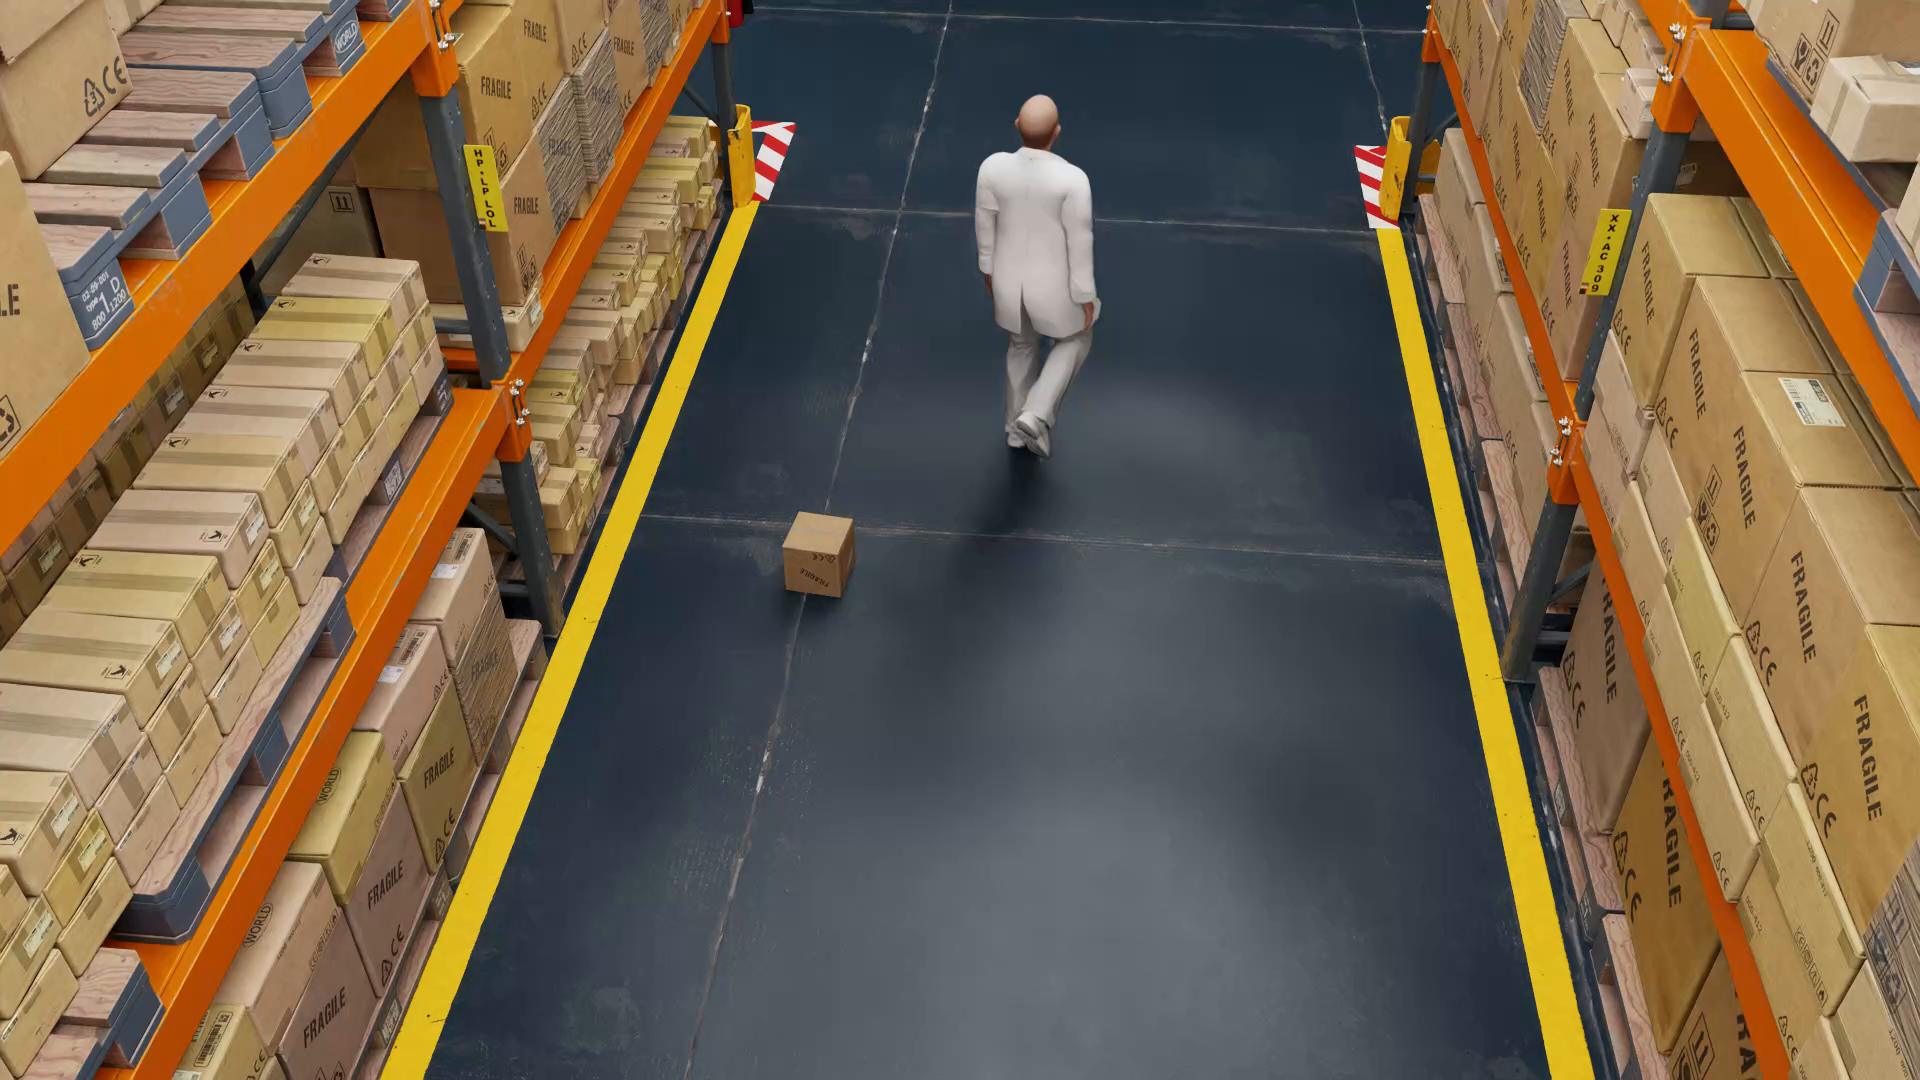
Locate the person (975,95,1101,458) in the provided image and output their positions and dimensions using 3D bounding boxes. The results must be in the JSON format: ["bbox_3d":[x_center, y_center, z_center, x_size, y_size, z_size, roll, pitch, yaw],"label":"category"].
[{"bbox_3d":[0.342,-1.163,7.527,0.608,1.768,0.577,17,42,19],"label":"person"}]
